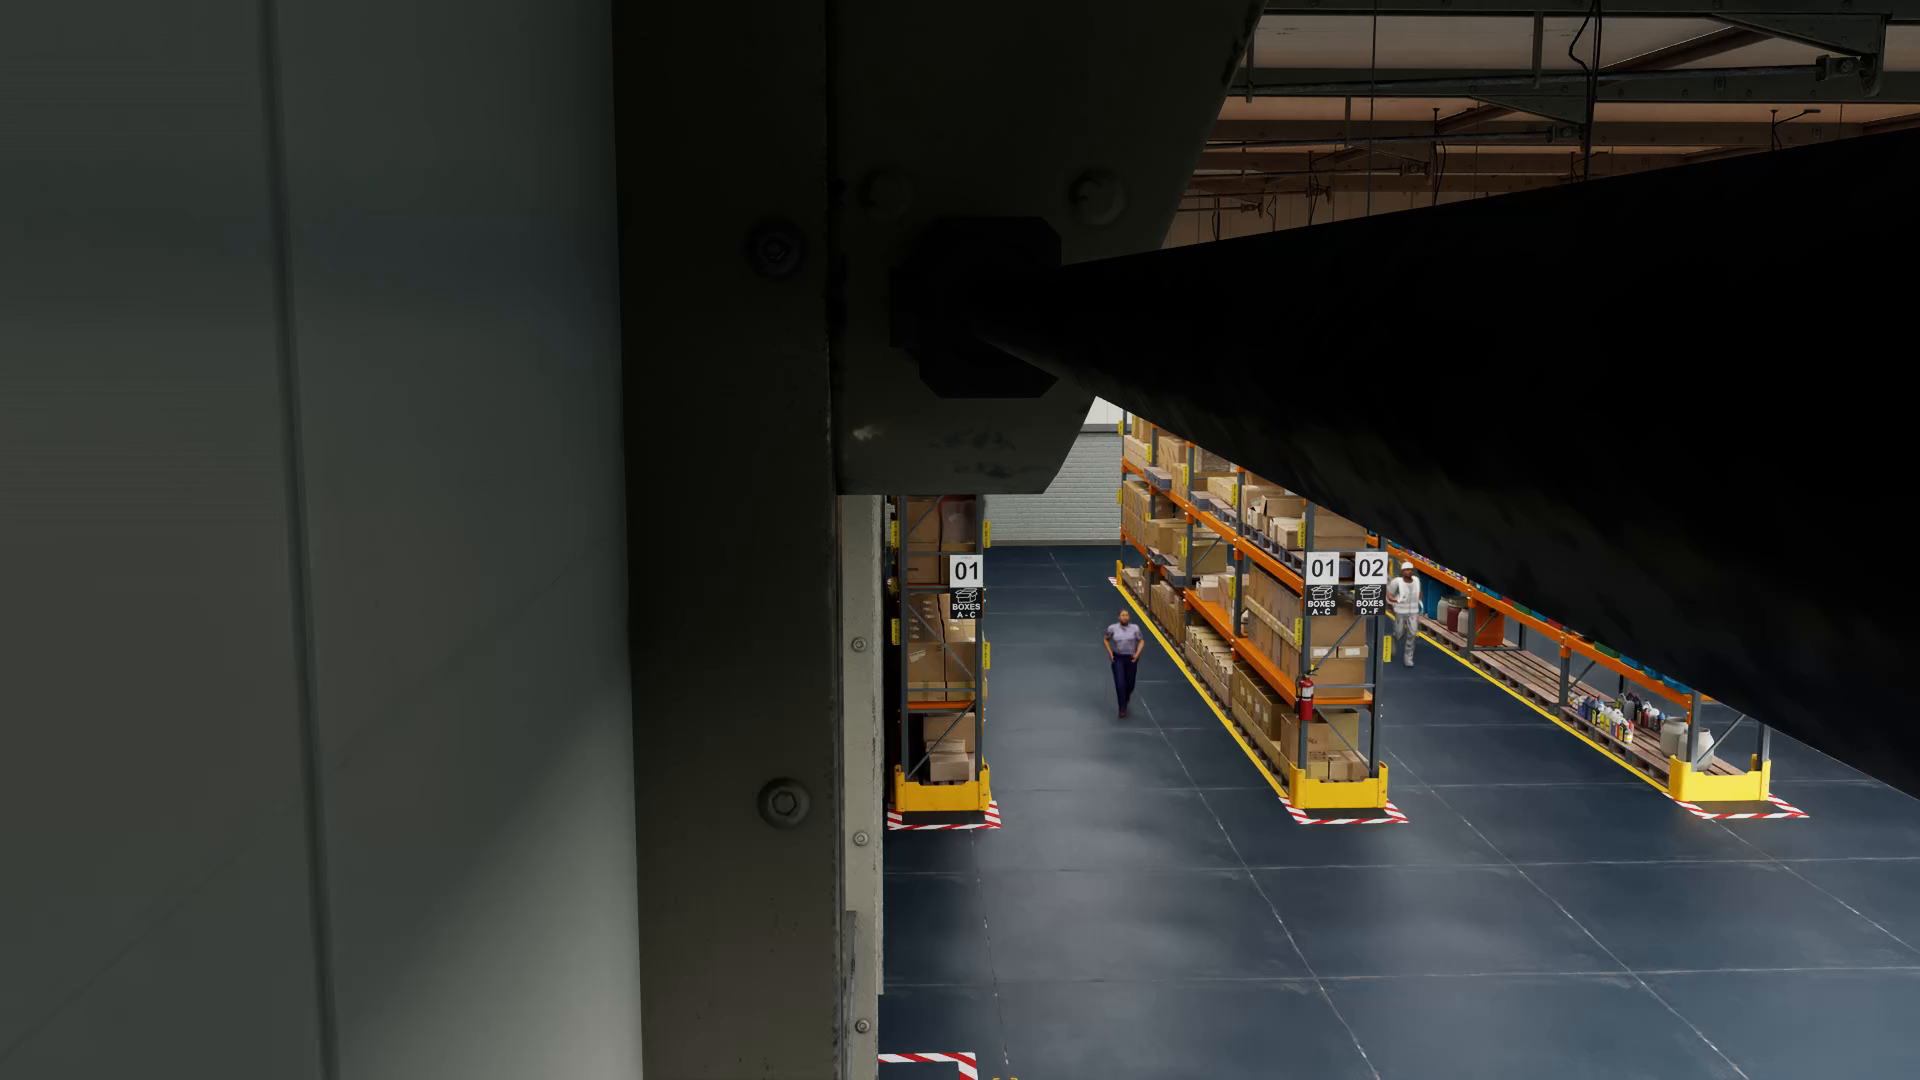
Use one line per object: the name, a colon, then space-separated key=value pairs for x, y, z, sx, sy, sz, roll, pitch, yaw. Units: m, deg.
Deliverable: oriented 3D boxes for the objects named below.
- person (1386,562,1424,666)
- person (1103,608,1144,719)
person: x=7.655 y=1.241 z=28.613 sx=0.699 sy=1.759 sz=0.847 roll=-1 pitch=8 yaw=-6
person: x=2.480 y=1.835 z=25.238 sx=0.618 sy=1.618 sz=0.742 roll=0 pitch=8 yaw=-1
